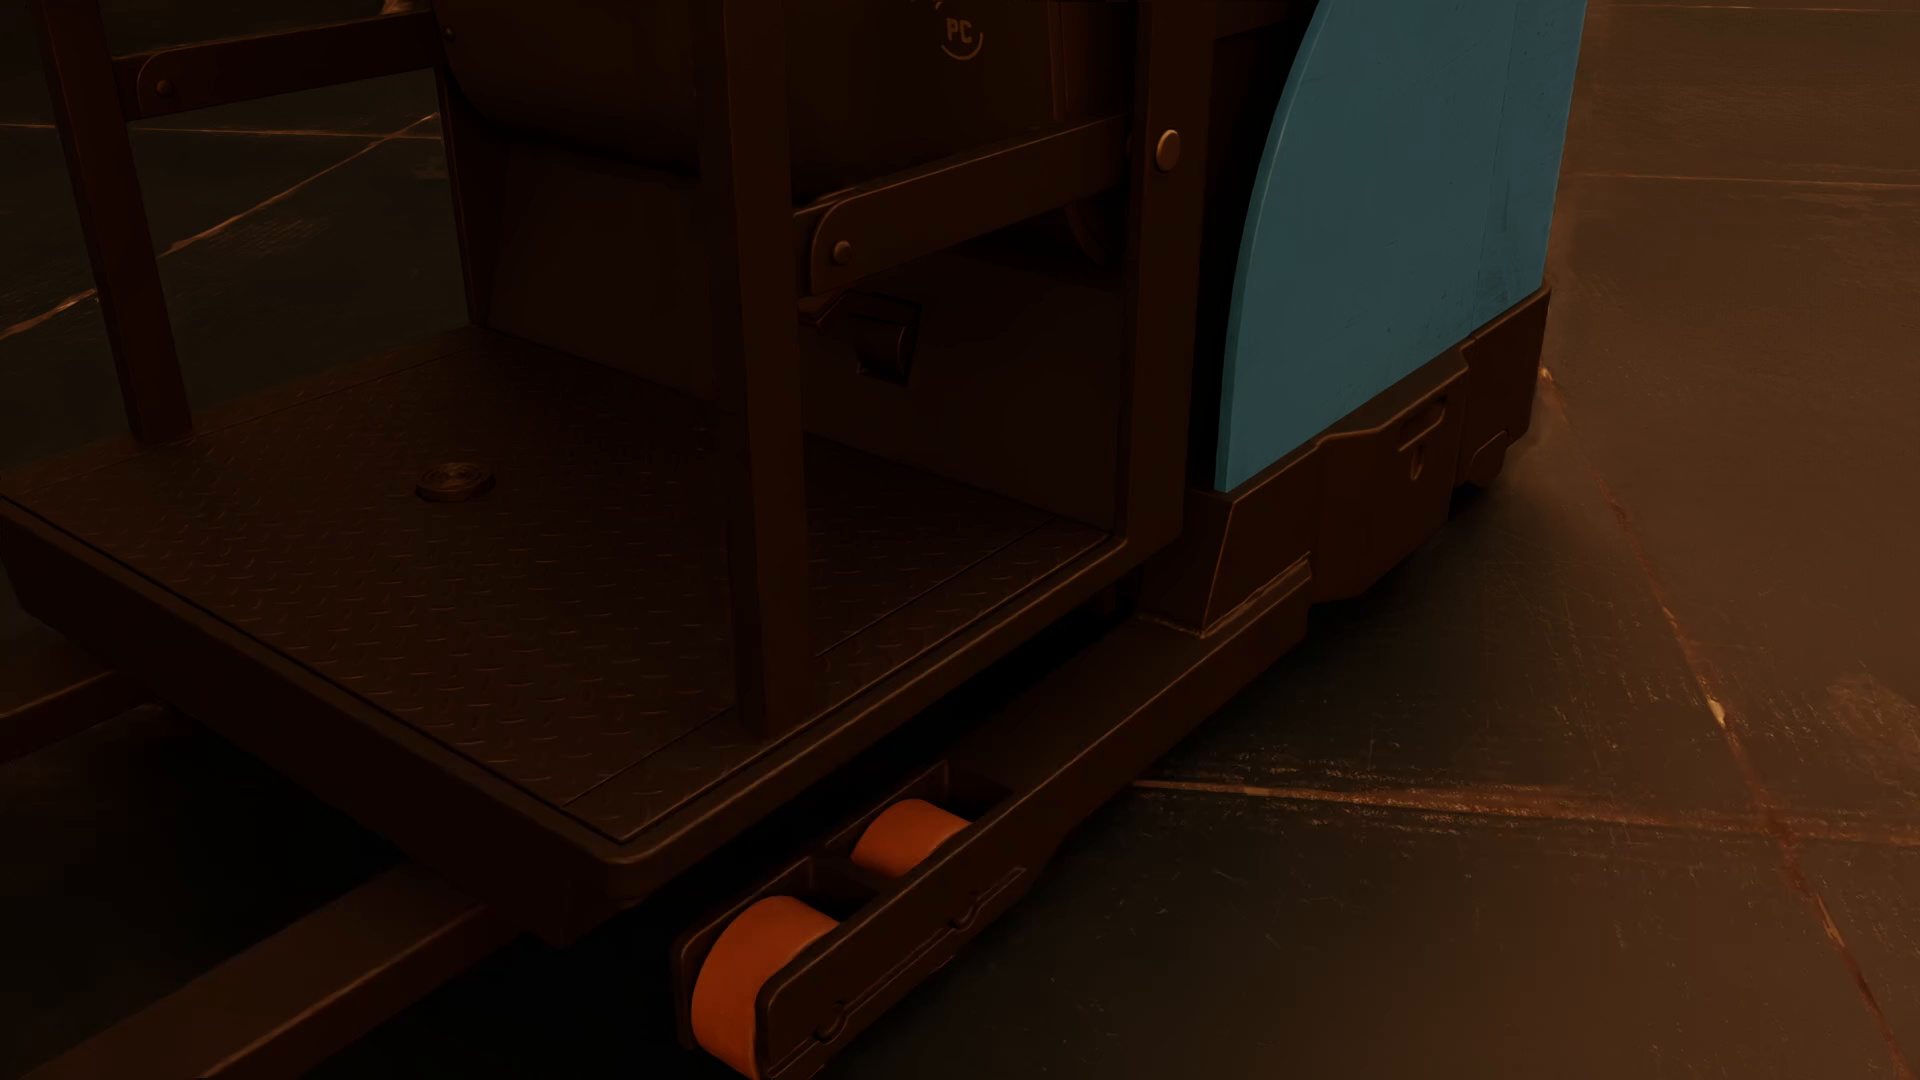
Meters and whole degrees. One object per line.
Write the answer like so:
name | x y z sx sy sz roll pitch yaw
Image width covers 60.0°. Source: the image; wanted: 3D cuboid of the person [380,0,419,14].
person | -2.096 -2.821 6.435 0.740 1.660 0.548 22 34 37

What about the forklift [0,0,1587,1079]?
forklift | -0.377 -1.068 1.357 1.130 2.935 3.031 19 32 34
